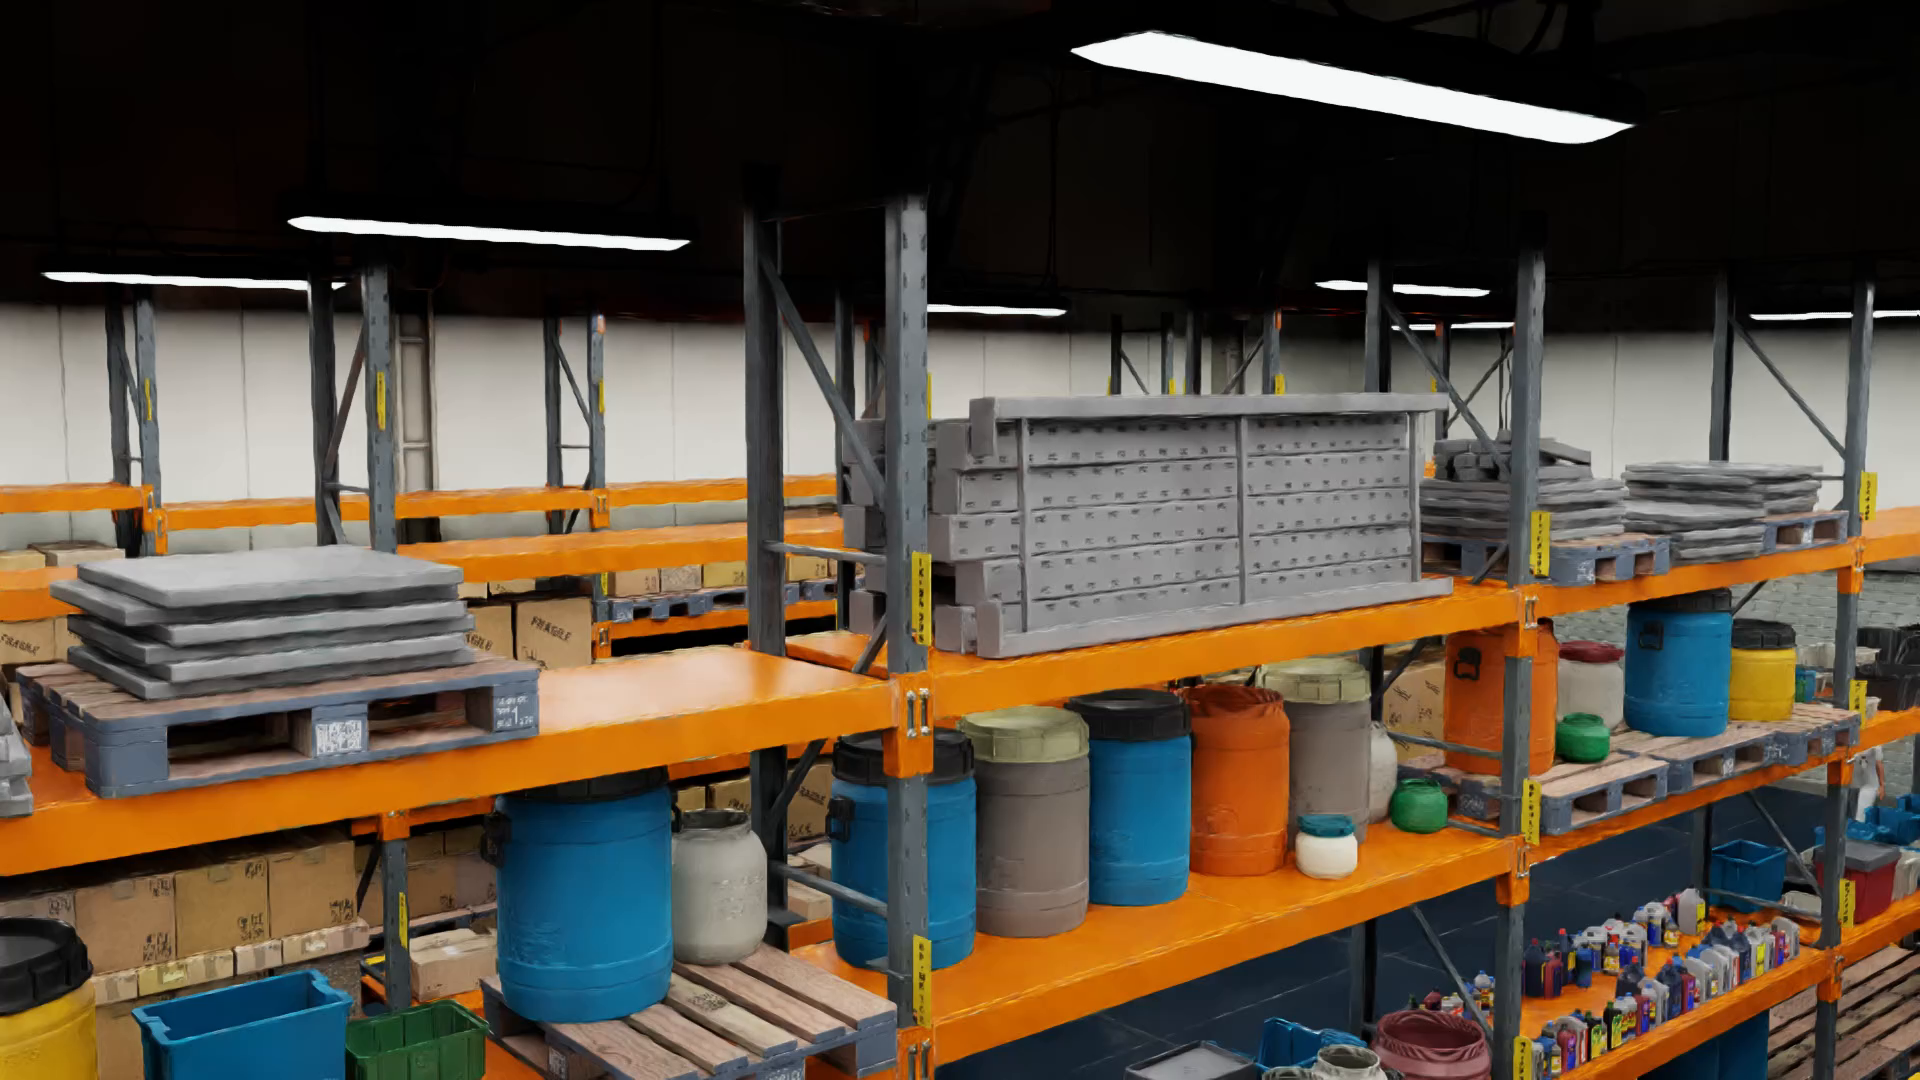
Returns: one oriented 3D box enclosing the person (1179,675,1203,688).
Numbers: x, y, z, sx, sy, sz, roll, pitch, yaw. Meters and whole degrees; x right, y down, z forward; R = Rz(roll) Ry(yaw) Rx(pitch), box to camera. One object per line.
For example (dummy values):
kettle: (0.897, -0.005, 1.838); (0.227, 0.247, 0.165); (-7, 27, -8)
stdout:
person: (3.098, 2.046, 23.088); (0.776, 1.772, 0.578); (0, 6, -2)

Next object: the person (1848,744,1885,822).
person: (9.672, 2.635, 17.918); (1.110, 1.590, 0.446); (-4, 7, -38)
